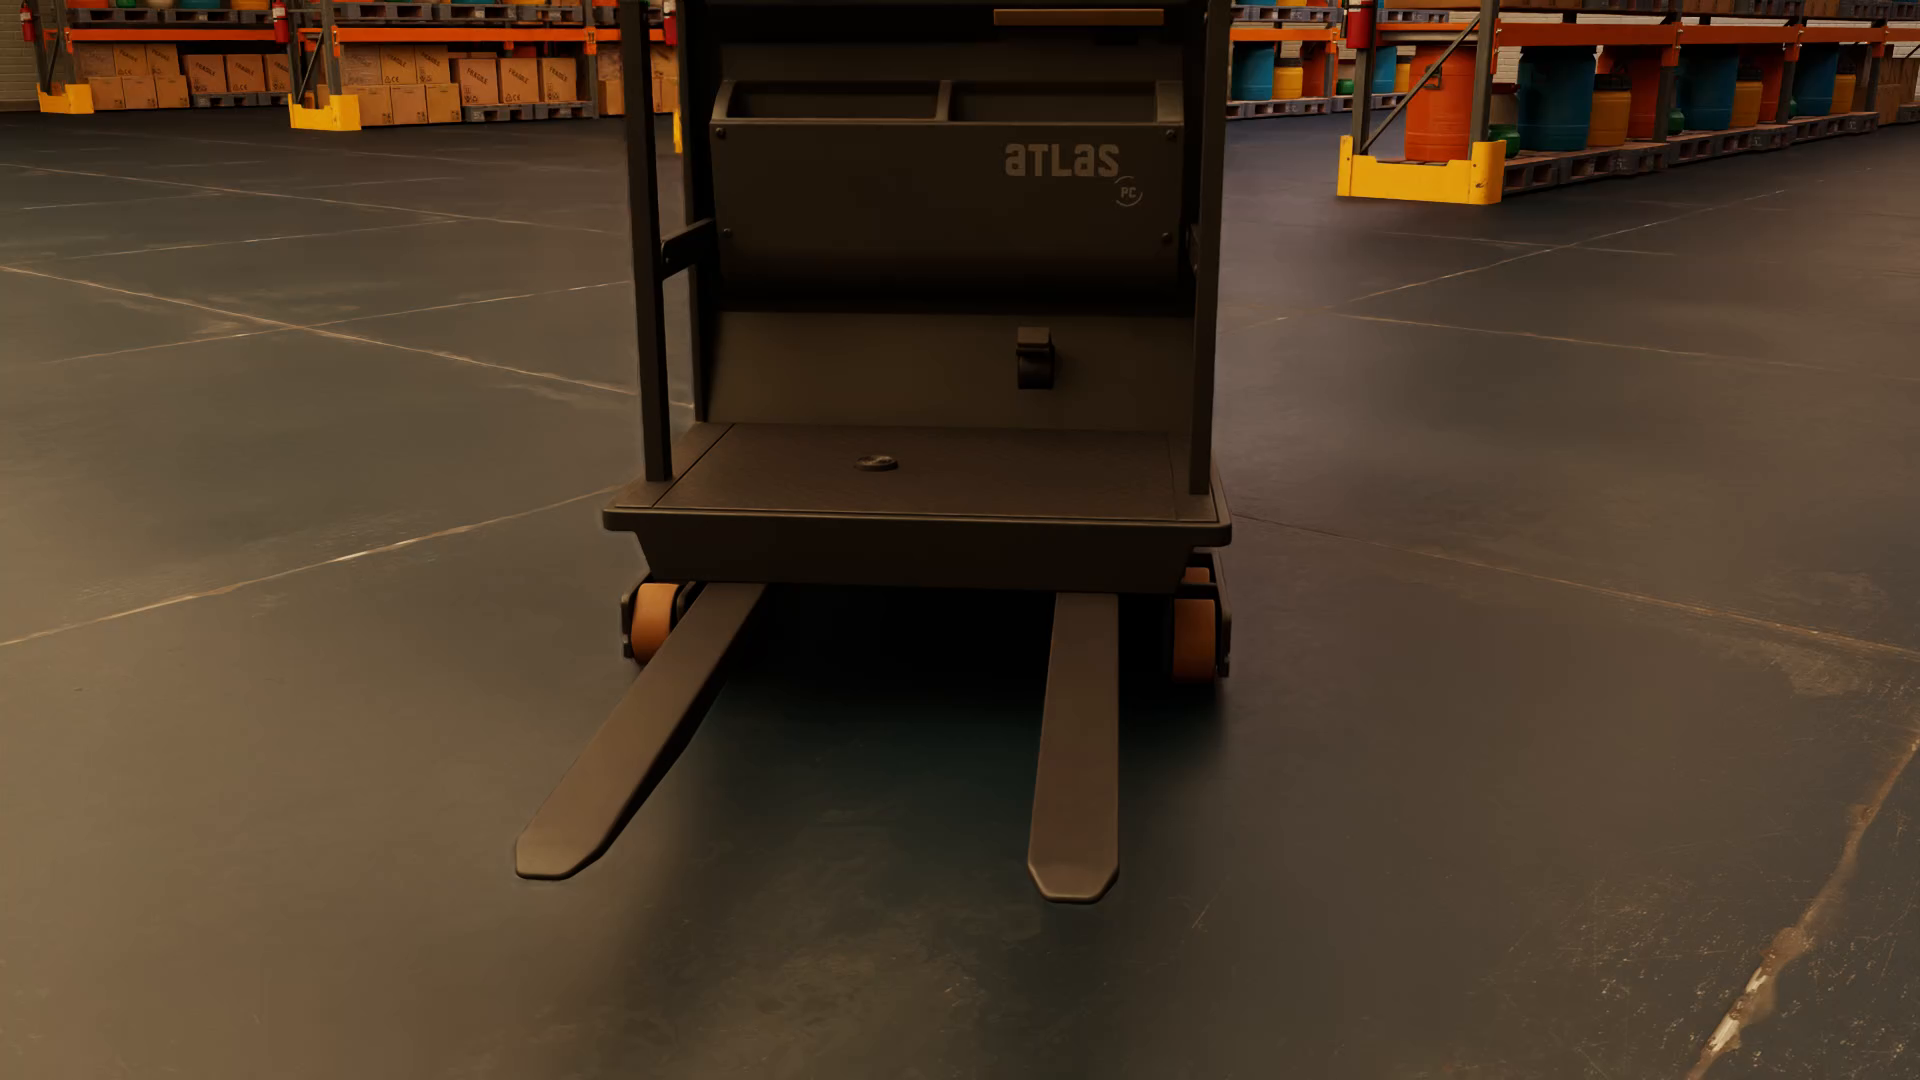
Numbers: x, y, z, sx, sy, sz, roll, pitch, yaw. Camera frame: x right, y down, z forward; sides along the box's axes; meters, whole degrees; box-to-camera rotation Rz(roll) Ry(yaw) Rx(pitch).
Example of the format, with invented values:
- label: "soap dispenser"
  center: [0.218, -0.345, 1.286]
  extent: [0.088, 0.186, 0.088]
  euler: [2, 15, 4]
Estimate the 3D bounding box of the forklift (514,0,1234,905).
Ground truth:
- label: "forklift"
  center: [-0.041, -1.235, 2.964]
  extent: [1.130, 2.935, 3.031]
  euler: [2, 17, 5]
